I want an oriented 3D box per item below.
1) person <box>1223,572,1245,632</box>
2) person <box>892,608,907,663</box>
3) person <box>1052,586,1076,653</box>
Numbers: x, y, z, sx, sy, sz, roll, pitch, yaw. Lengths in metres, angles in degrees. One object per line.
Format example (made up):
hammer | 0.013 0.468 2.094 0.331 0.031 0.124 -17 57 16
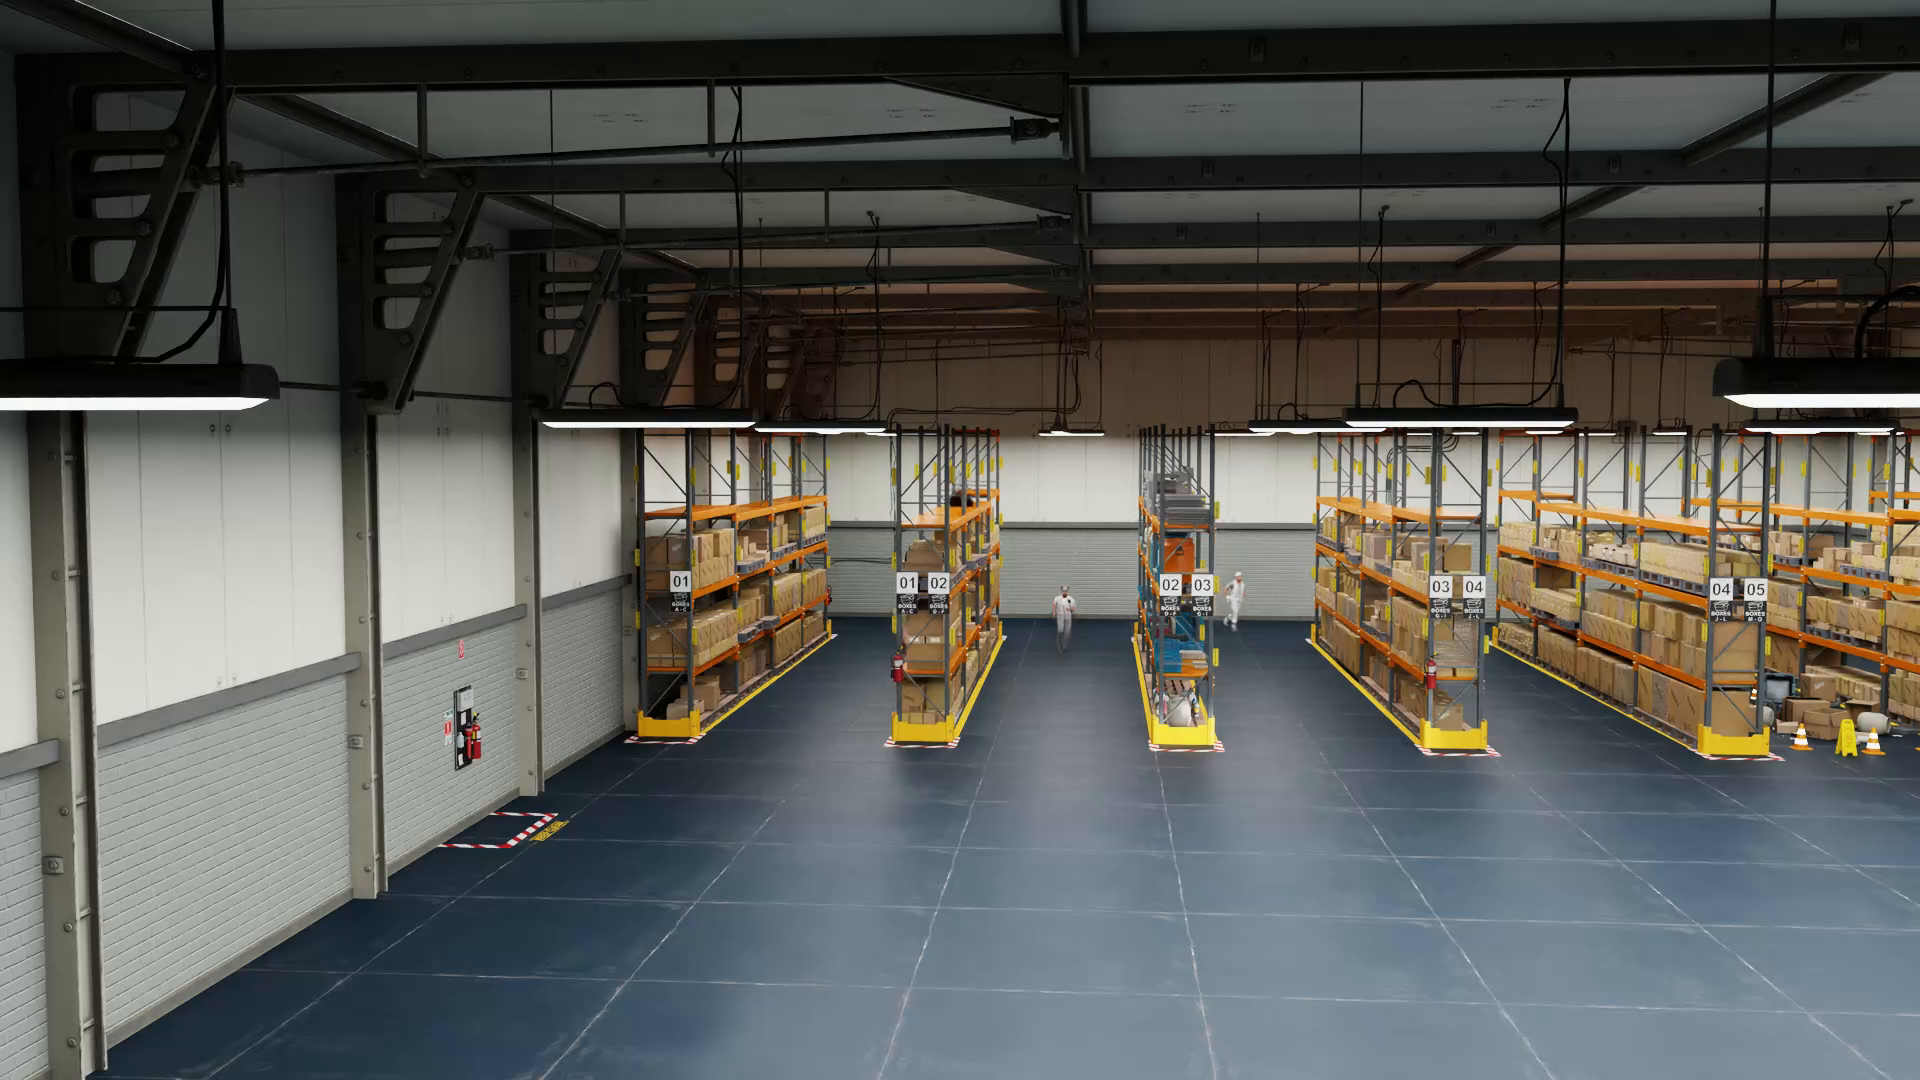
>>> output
person | 8.216 1.832 49.657 0.717 1.732 0.871 -2 4 -29
person | -1.468 2.290 42.734 0.533 1.714 0.803 1 4 11
person | 2.801 2.131 44.658 0.628 1.819 0.721 0 3 -2
